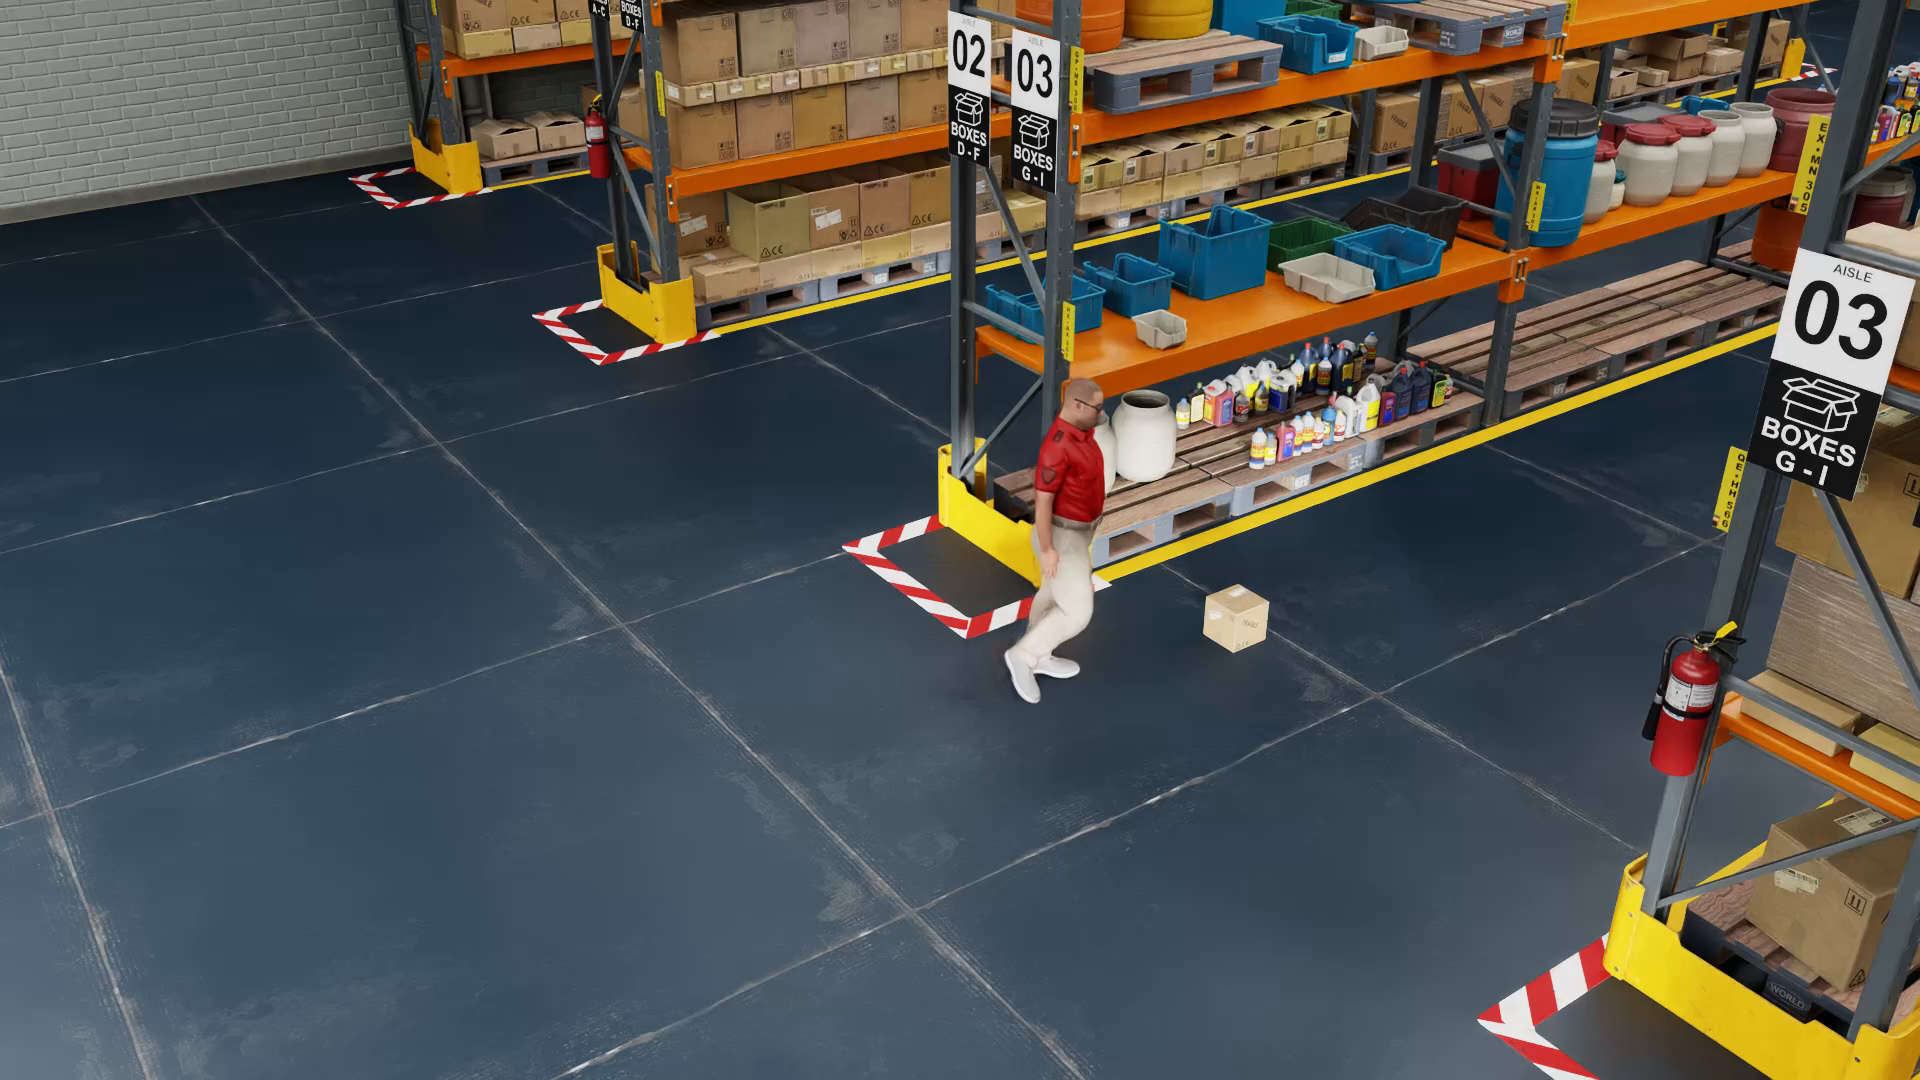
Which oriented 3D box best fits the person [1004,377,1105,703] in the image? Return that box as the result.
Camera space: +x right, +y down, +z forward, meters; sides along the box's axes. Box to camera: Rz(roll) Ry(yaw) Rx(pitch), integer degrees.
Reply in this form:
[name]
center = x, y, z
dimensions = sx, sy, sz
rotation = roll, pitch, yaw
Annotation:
[person]
center = 0.500, -0.015, 8.657
dimensions = 0.480, 1.713, 0.669
rotation = 6, 29, 11
